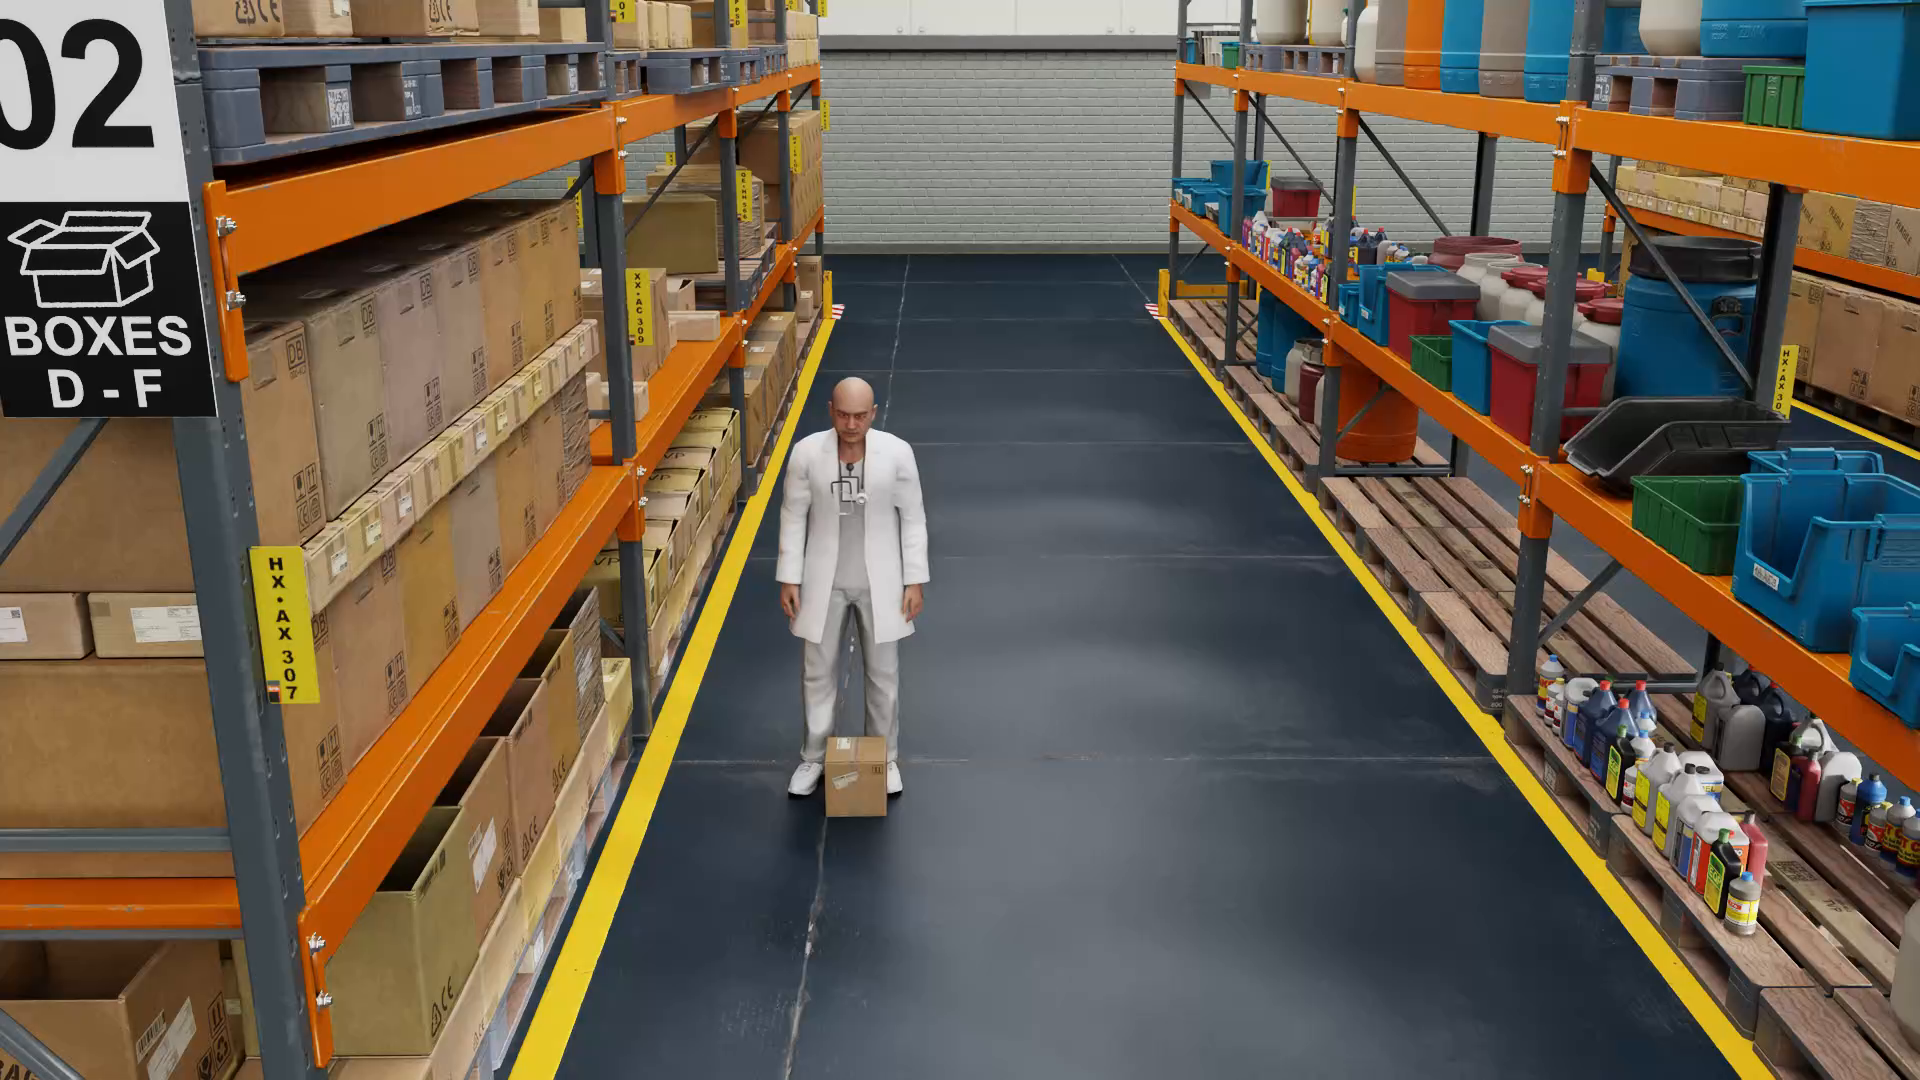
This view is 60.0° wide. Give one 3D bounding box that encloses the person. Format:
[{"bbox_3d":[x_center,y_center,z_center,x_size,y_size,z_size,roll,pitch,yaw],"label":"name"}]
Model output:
[{"bbox_3d":[-0.449,0.187,6.950,0.644,1.774,0.424,0,17,0],"label":"person"}]
